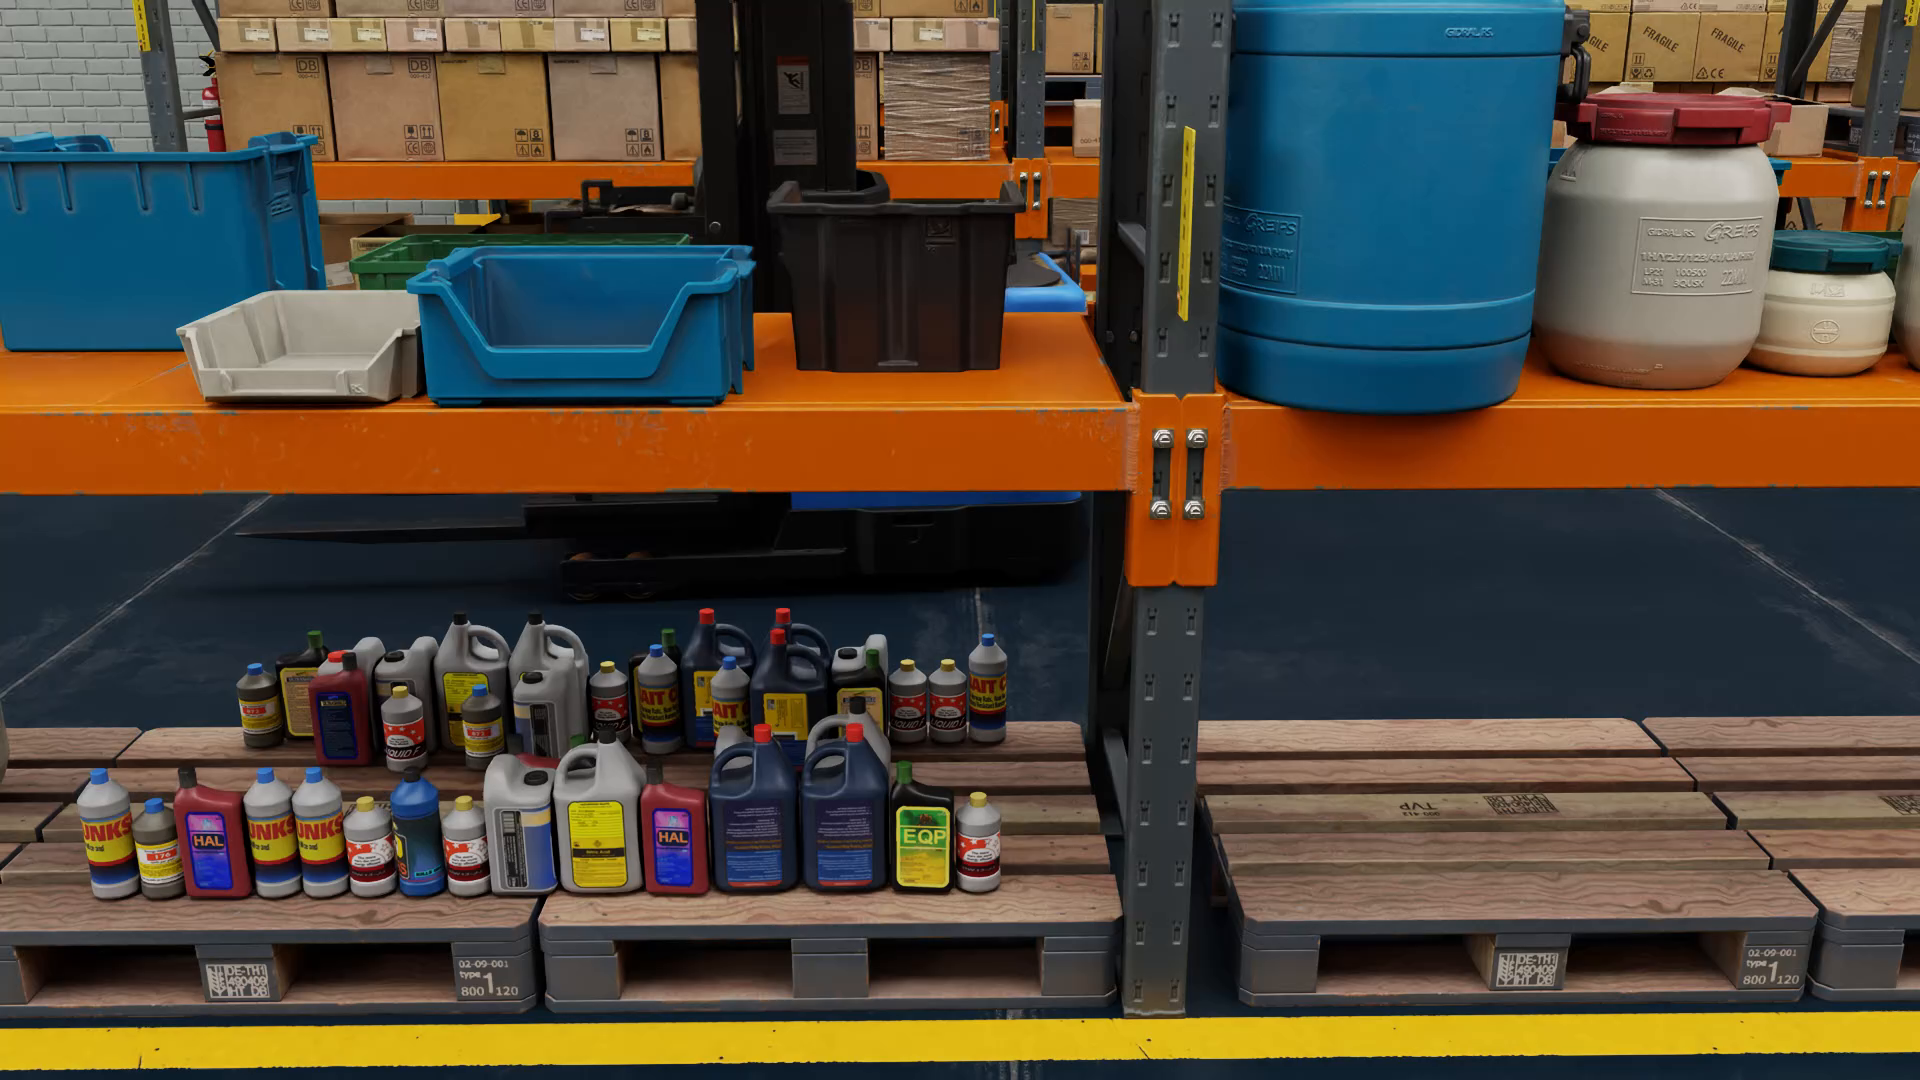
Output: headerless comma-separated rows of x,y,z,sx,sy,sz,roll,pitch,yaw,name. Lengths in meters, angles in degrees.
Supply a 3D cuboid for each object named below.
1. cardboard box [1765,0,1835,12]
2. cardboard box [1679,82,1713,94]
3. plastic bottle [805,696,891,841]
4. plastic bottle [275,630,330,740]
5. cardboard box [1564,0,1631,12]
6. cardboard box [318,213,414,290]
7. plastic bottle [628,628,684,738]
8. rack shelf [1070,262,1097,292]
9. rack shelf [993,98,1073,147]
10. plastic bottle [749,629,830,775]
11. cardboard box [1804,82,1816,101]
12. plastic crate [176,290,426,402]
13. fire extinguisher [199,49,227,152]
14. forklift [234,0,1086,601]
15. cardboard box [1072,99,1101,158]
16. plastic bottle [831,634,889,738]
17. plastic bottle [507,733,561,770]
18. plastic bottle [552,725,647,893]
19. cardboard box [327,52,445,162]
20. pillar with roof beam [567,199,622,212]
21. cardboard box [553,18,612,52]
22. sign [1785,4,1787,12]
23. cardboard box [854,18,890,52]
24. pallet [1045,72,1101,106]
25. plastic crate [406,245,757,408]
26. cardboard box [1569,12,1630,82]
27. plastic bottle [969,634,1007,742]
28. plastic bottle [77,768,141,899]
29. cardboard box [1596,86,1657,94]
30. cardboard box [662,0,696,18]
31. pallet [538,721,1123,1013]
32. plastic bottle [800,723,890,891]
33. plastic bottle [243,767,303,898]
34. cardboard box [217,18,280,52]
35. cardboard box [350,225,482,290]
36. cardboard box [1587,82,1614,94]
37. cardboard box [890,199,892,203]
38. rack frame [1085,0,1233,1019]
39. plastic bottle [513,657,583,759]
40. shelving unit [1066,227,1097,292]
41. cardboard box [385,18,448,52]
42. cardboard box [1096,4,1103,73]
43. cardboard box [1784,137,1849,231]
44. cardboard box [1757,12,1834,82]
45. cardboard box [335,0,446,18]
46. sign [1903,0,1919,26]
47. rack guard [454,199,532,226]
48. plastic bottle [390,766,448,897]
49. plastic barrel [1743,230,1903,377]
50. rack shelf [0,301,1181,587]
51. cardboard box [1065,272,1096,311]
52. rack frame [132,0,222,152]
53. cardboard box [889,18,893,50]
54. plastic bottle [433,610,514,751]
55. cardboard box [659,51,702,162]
6.245,-4.122,12.576,0.500,0.250,0.500,-1,18,-2,cardboard box
5.600,-3.470,12.831,0.250,0.149,0.380,0,18,0,cardboard box
-0.245,0.512,3.658,0.185,0.351,0.144,0,18,-1,plastic bottle
-1.657,0.367,4.219,0.133,0.283,0.061,0,18,0,plastic bottle
4.726,-4.112,12.543,0.500,0.250,0.500,0,18,0,cardboard box
-3.146,-1.422,8.656,0.500,0.500,0.500,0,18,-1,cardboard box
-0.772,0.363,4.232,0.133,0.283,0.061,1,18,2,plastic bottle
0.668,-0.965,6.304,0.480,0.148,0.258,-2,18,-5,rack shelf
2.240,-3.280,13.039,4.000,0.370,1.077,0,18,-1,rack shelf
-0.415,0.386,4.050,0.185,0.351,0.144,0,18,-1,plastic bottle
6.369,-3.463,12.810,0.250,0.149,0.380,0,18,1,cardboard box
-1.223,-0.376,3.242,0.437,0.136,0.530,0,18,-1,plastic crate
-3.803,-2.185,8.575,0.183,0.674,0.296,0,18,-1,fire extinguisher
-1.093,-1.349,5.955,3.031,2.935,1.130,-2,18,-5,forklift
0.813,-2.044,8.255,0.500,0.250,0.500,1,18,3,cardboard box
-0.252,0.378,4.197,0.135,0.276,0.152,0,18,1,plastic bottle
-0.923,0.558,3.626,0.133,0.283,0.061,0,18,-1,plastic bottle
-0.758,0.558,3.513,0.185,0.351,0.144,0,18,-1,plastic bottle
-2.686,-2.131,8.115,0.500,0.500,0.700,0,18,1,cardboard box
-3.005,-5.403,8.658,0.400,9.000,9.100,0,18,-1,pillar with roof beam
-1.745,-2.380,7.832,0.250,0.149,0.380,0,18,0,cardboard box
4.303,-2.799,8.595,0.005,0.325,0.100,0,18,-1,sign
-0.456,-2.387,7.852,0.250,0.149,0.380,-1,18,-2,cardboard box
1.006,-3.481,12.802,1.213,0.211,1.003,0,18,-1,pallet
-0.706,-0.428,3.215,0.616,0.251,0.499,0,18,-1,plastic crate
4.729,-3.755,12.659,0.500,0.500,0.500,0,18,1,cardboard box
0.071,0.370,4.229,0.097,0.271,0.097,0,18,0,plastic bottle
-1.785,0.608,3.487,0.097,0.271,0.097,0,18,0,plastic bottle
3.424,-2.132,8.428,0.500,0.311,0.500,0,18,-2,cardboard box
-1.128,-2.756,7.941,0.500,0.500,0.700,0,18,-1,cardboard box
-0.276,0.731,3.922,1.213,0.211,1.003,0,18,-1,pallet
-0.243,0.556,3.520,0.185,0.351,0.144,-1,18,-2,plastic bottle
-1.443,0.607,3.492,0.097,0.271,0.097,0,18,0,plastic bottle
-3.282,-2.373,7.809,0.250,0.149,0.380,0,18,-1,cardboard box
-2.638,-1.266,8.170,0.500,0.500,0.500,0,18,-1,cardboard box
4.824,-3.451,12.775,0.250,0.149,0.380,0,18,0,cardboard box
-0.797,-2.615,13.160,0.500,0.500,0.500,-2,18,-5,cardboard box
0.396,-0.587,3.467,0.127,3.000,1.000,0,18,-1,rack frame
-1.004,0.426,4.049,0.135,0.276,0.152,0,18,-1,plastic bottle
0.668,-0.590,6.424,0.503,1.200,0.258,-2,18,-5,shelving unit
-2.516,-2.377,7.820,0.250,0.149,0.380,-1,18,-2,cardboard box
1.308,-3.862,12.794,0.500,0.500,0.700,2,18,5,cardboard box
6.702,-2.780,13.134,0.750,0.750,0.750,0,18,1,cardboard box
6.270,-3.762,12.680,0.500,0.500,0.500,0,18,1,cardboard box
-2.632,-2.749,7.918,0.500,0.500,0.700,-1,18,-2,cardboard box
4.333,-2.501,7.538,0.005,0.325,0.100,0,18,-1,sign
-3.684,-2.404,13.222,0.348,0.500,1.175,0,18,-1,rack guard
-1.140,0.605,3.497,0.097,0.271,0.097,0,18,0,plastic bottle
1.722,-0.481,3.362,0.301,0.262,0.301,0,18,0,plastic barrel
-1.603,-0.235,3.547,4.000,0.370,1.077,0,18,-1,rack shelf
0.739,-1.184,8.222,0.500,0.311,0.500,0,18,-1,cardboard box
-3.678,-2.081,8.123,0.127,3.000,1.000,0,18,-1,rack frame
-0.459,-2.511,8.240,0.250,0.149,0.380,-1,18,-2,cardboard box
-1.217,0.346,4.175,0.185,0.351,0.144,0,18,1,plastic bottle
-1.151,-2.138,8.137,0.500,0.500,0.700,0,18,0,cardboard box
